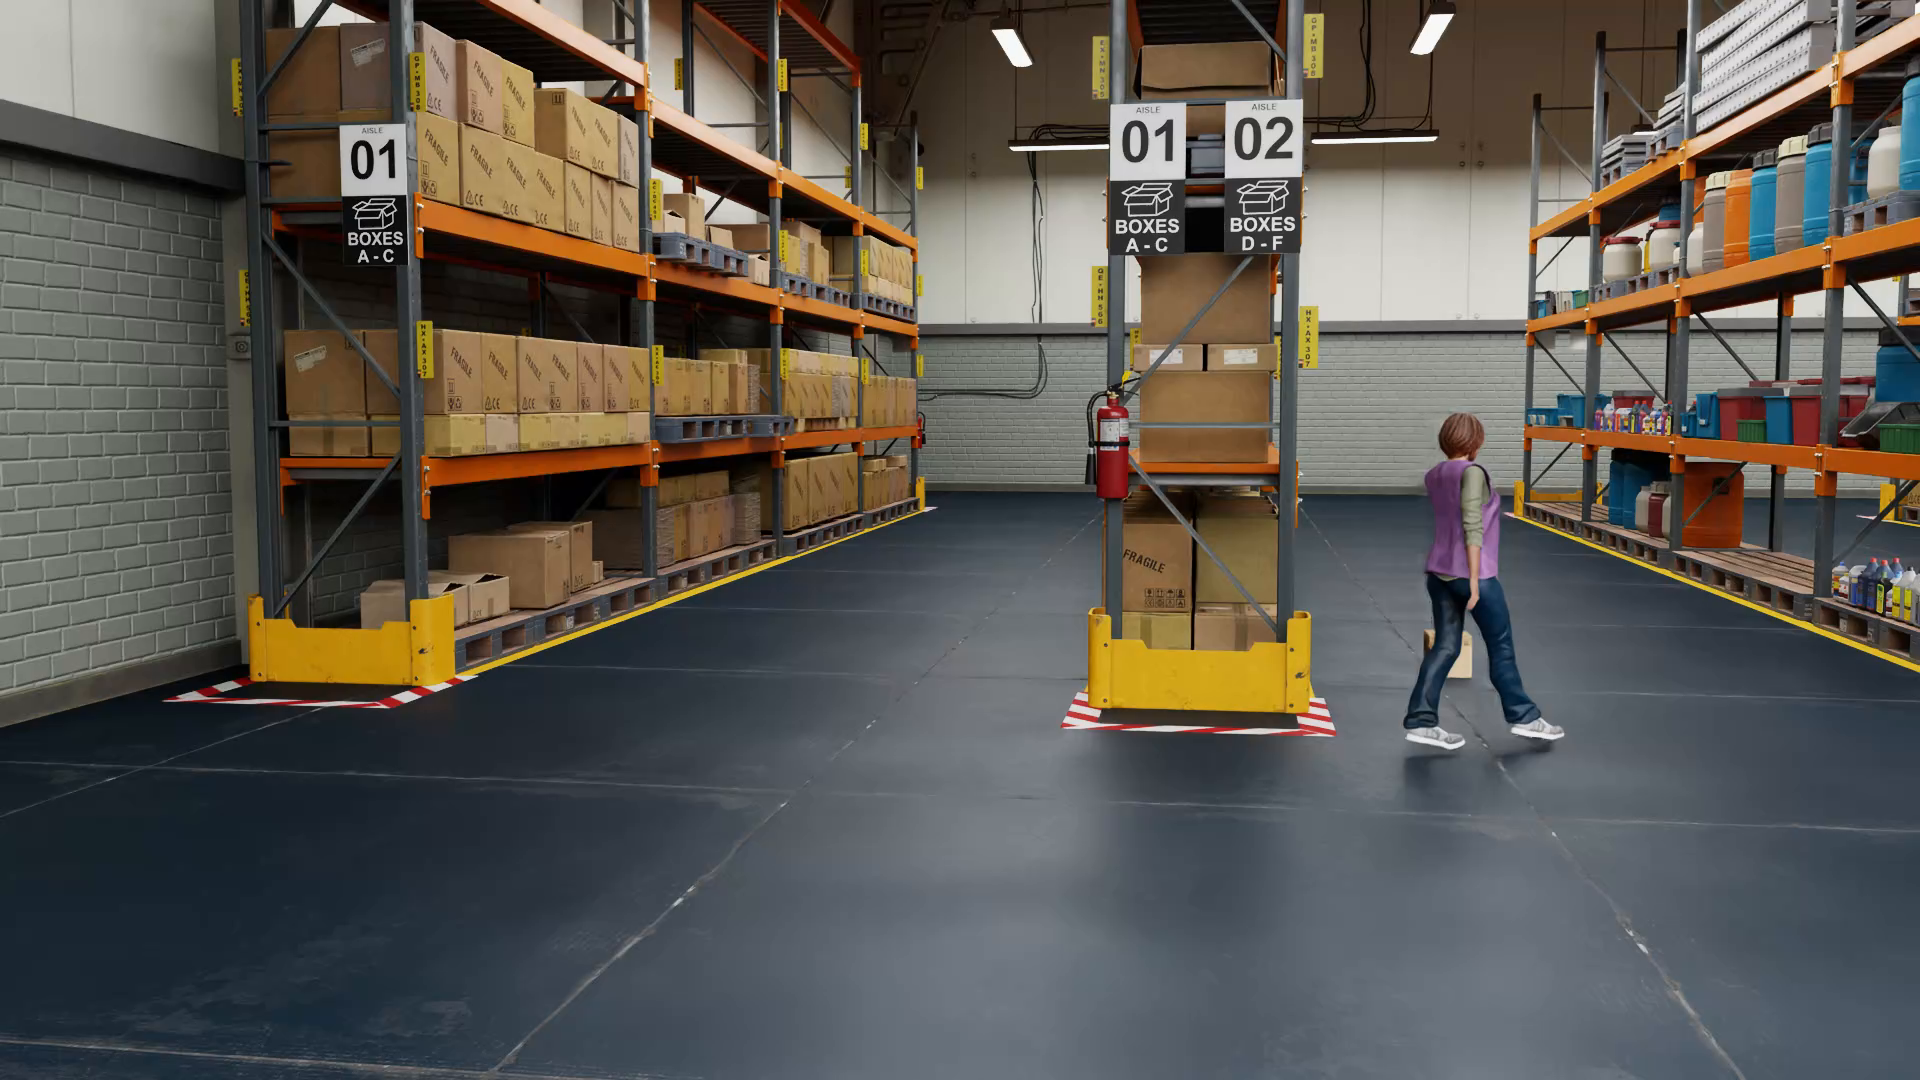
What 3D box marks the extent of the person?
[{"bbox_3d":[2.448,0.179,7.806,0.831,1.557,0.487,-2,5,-21],"label":"person"}]
